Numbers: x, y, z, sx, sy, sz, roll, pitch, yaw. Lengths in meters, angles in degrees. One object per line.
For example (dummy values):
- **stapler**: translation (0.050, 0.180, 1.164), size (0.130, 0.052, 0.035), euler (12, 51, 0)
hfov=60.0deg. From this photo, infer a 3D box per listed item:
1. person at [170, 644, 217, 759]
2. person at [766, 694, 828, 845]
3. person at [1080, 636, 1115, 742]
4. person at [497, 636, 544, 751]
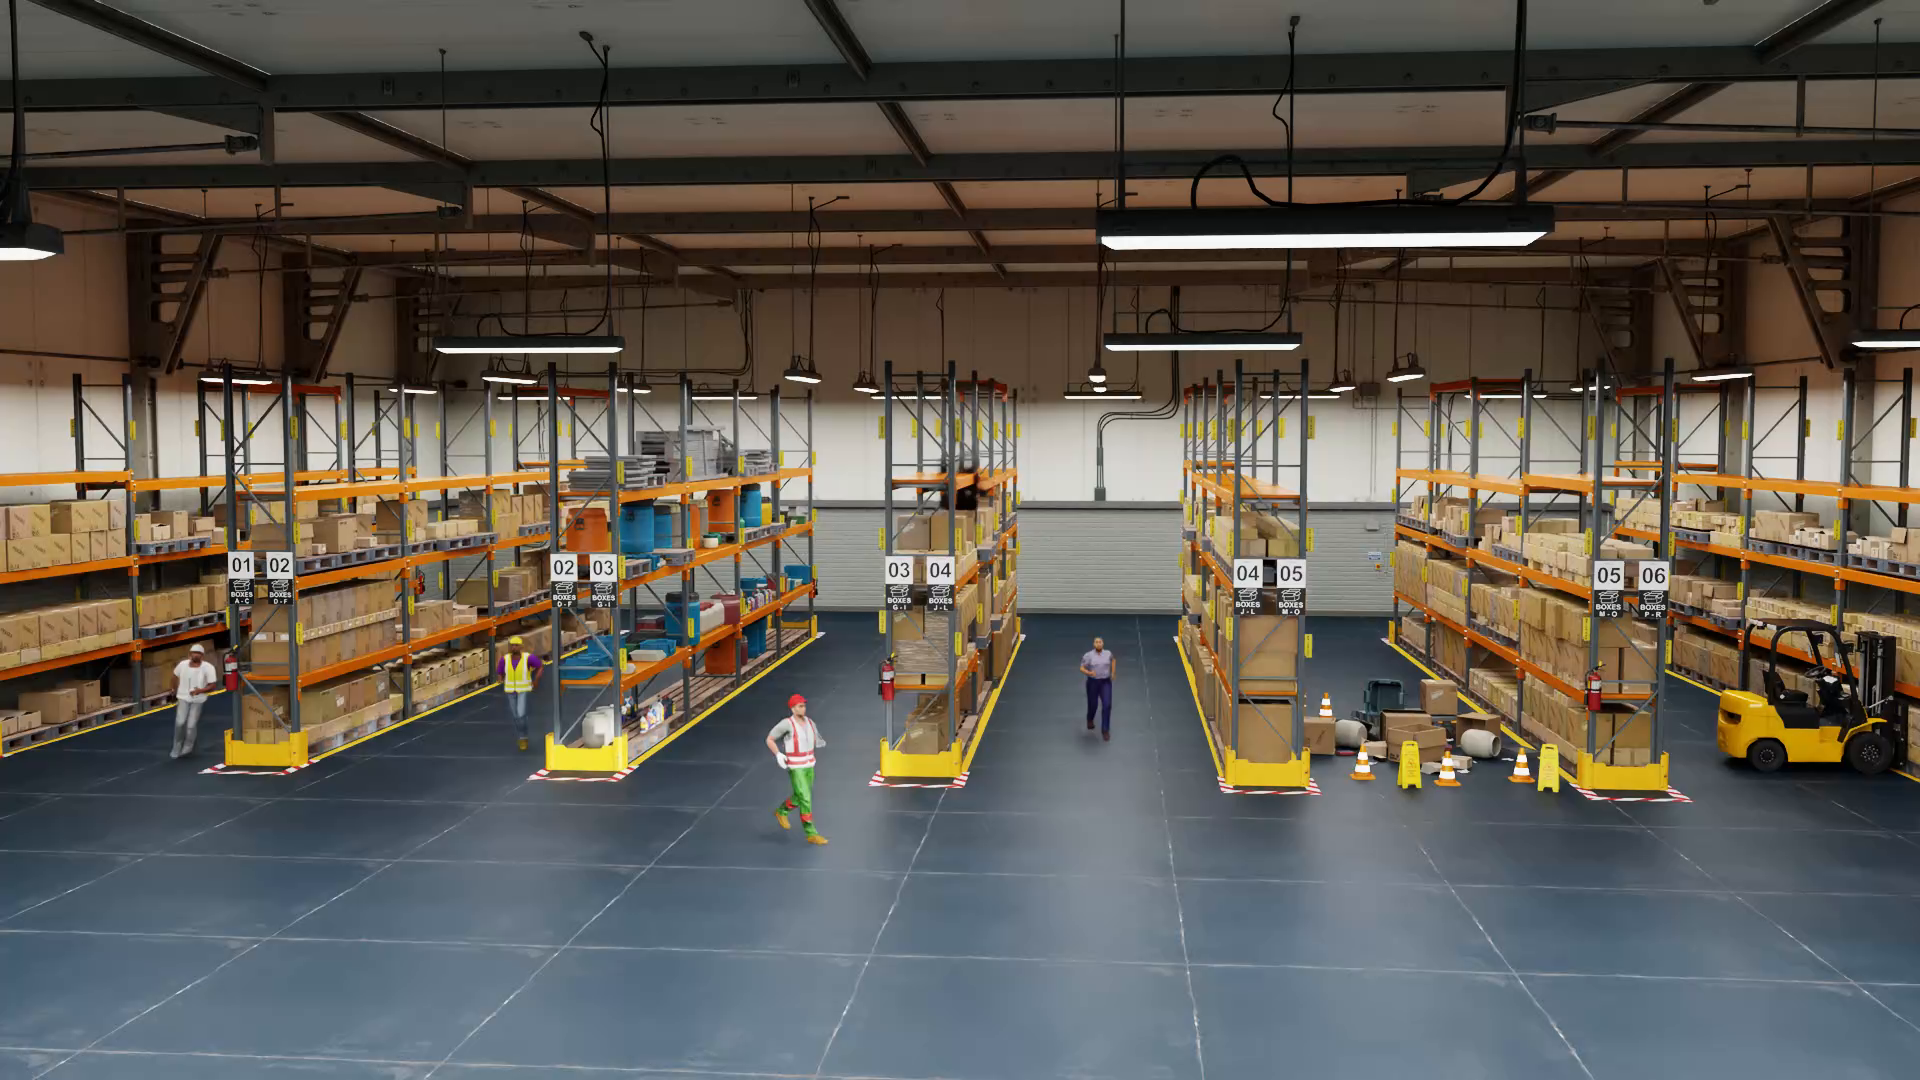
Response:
- **person**: translation (-11.753, 2.466, 25.483), size (0.687, 1.757, 0.646), euler (-1, 4, -16)
- **person**: translation (-1.957, 2.758, 20.234), size (1.000, 1.766, 0.663), euler (3, 5, 39)
- **person**: translation (2.267, 2.396, 27.194), size (0.616, 1.663, 0.945), euler (0, 4, -5)
- **person**: translation (-6.946, 2.414, 26.121), size (0.671, 1.806, 0.738), euler (0, 4, 4)
